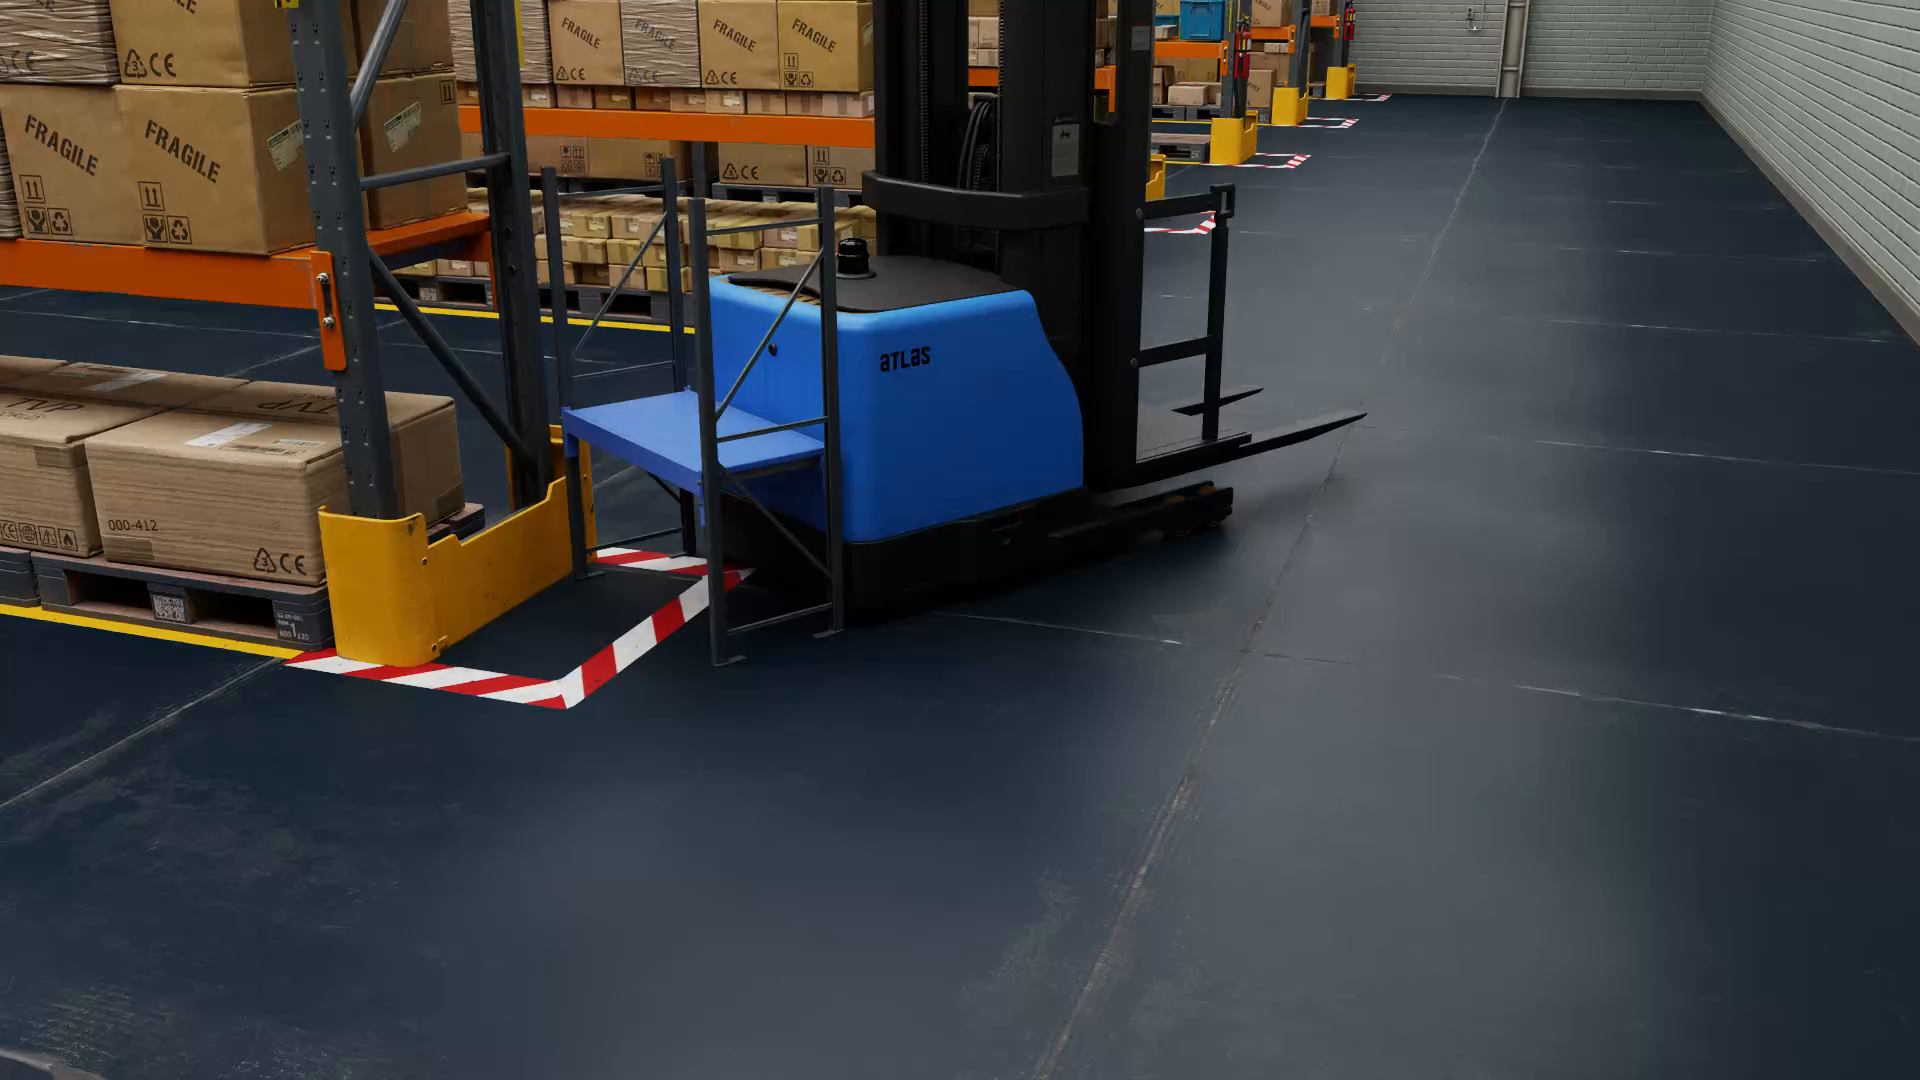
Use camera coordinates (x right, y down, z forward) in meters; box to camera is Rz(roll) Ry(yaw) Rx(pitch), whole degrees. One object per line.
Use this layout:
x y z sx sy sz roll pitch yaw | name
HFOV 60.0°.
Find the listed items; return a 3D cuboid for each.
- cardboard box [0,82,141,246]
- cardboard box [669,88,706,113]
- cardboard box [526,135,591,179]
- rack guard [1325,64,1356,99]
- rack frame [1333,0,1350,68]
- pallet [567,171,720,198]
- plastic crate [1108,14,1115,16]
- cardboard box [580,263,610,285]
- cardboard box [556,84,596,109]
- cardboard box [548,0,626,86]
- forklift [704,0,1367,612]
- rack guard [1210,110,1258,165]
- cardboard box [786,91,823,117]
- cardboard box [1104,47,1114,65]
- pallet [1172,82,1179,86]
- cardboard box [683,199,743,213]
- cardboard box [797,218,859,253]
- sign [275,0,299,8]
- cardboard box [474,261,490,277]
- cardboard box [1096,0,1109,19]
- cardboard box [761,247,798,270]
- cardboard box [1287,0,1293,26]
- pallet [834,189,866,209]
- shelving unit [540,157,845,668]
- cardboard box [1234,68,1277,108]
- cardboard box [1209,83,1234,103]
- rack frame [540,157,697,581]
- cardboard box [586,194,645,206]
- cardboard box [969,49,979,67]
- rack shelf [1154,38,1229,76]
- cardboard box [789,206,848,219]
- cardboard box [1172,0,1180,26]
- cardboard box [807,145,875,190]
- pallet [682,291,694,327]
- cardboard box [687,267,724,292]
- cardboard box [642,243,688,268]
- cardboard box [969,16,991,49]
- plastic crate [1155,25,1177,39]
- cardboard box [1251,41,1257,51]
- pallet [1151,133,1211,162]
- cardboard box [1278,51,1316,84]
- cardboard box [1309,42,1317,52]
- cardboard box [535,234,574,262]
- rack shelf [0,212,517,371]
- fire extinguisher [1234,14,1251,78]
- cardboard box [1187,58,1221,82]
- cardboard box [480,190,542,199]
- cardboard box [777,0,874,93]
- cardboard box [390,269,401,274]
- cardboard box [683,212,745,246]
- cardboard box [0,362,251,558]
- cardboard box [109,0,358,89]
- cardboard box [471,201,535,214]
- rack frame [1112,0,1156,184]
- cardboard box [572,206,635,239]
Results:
-2.760 -1.275 5.524 0.500 0.500 0.500 6 20 17 | cardboard box
-1.573 -2.696 10.136 0.250 0.149 0.380 6 20 16 | cardboard box
-3.730 -4.066 16.274 0.875 0.875 1.225 6 20 16 | cardboard box
6.403 -7.717 27.956 0.348 0.500 1.175 7 20 18 | rack guard
6.380 -8.900 27.552 0.127 3.000 1.000 7 20 18 | rack frame
-3.028 -3.455 16.168 1.213 0.211 1.003 7 20 18 | pallet
1.760 -6.040 19.511 0.300 0.233 0.416 7 20 18 | plastic crate
-2.247 -1.762 10.766 0.250 0.149 0.380 7 20 20 | cardboard box
-2.309 -2.788 10.399 0.250 0.149 0.380 7 21 20 | cardboard box
-2.163 -3.071 10.225 0.500 0.500 0.500 8 21 21 | cardboard box
0.477 -1.515 6.471 3.031 2.935 1.130 -15 24 -37 | forklift
3.156 -4.641 19.131 0.348 0.500 1.175 7 20 18 | rack guard
-0.843 -2.616 9.905 0.250 0.149 0.380 6 20 18 | cardboard box
1.277 -4.302 14.743 0.250 0.149 0.380 7 20 19 | cardboard box
3.294 -7.909 28.945 1.213 0.211 1.003 7 20 18 | pallet
-1.619 -2.137 10.940 0.250 0.149 0.380 7 21 20 | cardboard box
-0.803 -1.860 10.145 0.250 0.149 0.380 7 20 19 | cardboard box
-1.940 -1.690 4.749 0.005 0.325 0.100 7 20 18 | sign
-3.000 -1.842 10.998 0.250 0.149 0.380 6 20 17 | cardboard box
0.957 -4.675 14.066 0.500 0.500 0.500 7 20 19 | cardboard box
-1.041 -1.755 10.294 0.250 0.149 0.380 6 20 17 | cardboard box
4.426 -7.537 23.489 0.500 0.500 0.500 7 20 19 | cardboard box
-0.426 -3.158 15.314 1.213 0.211 1.003 7 20 18 | pallet
-0.912 -0.479 5.671 0.538 1.500 1.048 -14 24 -36 | shelving unit
4.164 -6.369 23.420 0.500 0.500 0.500 7 20 18 | cardboard box
3.865 -6.470 24.089 0.500 0.250 0.500 7 20 18 | cardboard box
-1.225 -0.611 6.050 0.500 1.500 0.032 -14 24 -36 | rack frame
-2.320 -2.238 11.230 0.250 0.149 0.380 6 20 16 | cardboard box
0.094 -4.207 14.471 0.250 0.149 0.380 6 20 17 | cardboard box
1.240 -5.696 19.454 4.000 0.370 1.077 7 20 18 | rack shelf
-0.903 -2.036 10.650 0.250 0.149 0.380 7 20 19 | cardboard box
3.285 -7.481 23.329 0.500 0.500 0.500 7 20 18 | cardboard box
-0.827 -3.714 15.263 0.875 0.875 0.875 7 20 18 | cardboard box
-1.047 -1.539 10.670 1.213 0.211 1.003 7 20 18 | pallet
-1.520 -1.667 10.495 0.250 0.149 0.380 7 20 19 | cardboard box
-1.797 -1.817 10.473 0.250 0.149 0.380 7 20 19 | cardboard box
-0.001 -4.429 14.502 0.500 0.250 0.500 6 20 16 | cardboard box
2.299 -5.756 18.840 0.243 0.136 0.396 7 20 18 | plastic crate
4.914 -8.427 28.368 0.250 0.149 0.380 7 20 19 | cardboard box
2.363 -4.604 19.465 1.213 0.211 1.003 7 20 18 | pallet
5.686 -7.963 28.022 0.500 0.500 0.700 7 20 18 | cardboard box
5.870 -8.318 28.055 0.250 0.149 0.380 7 20 18 | cardboard box
-2.526 -1.906 10.729 0.250 0.149 0.380 6 20 18 | cardboard box
-3.638 -1.075 6.196 4.000 0.370 1.077 7 20 18 | rack shelf
3.122 -5.450 18.337 0.183 0.674 0.296 7 20 18 | fire extinguisher
4.232 -8.126 28.491 0.500 0.500 0.700 7 20 19 | cardboard box
-3.085 -2.316 11.454 0.250 0.149 0.380 6 20 18 | cardboard box
-0.728 -2.905 9.749 0.500 0.500 0.500 7 20 19 | cardboard box
-3.759 -1.894 11.145 0.250 0.149 0.380 6 20 16 | cardboard box
-1.531 -1.941 10.378 0.250 0.149 0.380 6 20 16 | cardboard box
-3.272 -0.324 6.202 0.875 0.438 0.875 7 20 20 | cardboard box
-2.282 -1.696 5.214 0.500 0.500 0.500 7 20 20 | cardboard box
-2.991 -2.131 10.922 0.250 0.149 0.380 6 20 17 | cardboard box
1.504 -4.280 14.297 0.127 3.000 1.000 7 20 18 | rack frame
-2.273 -2.035 10.648 0.250 0.149 0.380 7 20 18 | cardboard box
